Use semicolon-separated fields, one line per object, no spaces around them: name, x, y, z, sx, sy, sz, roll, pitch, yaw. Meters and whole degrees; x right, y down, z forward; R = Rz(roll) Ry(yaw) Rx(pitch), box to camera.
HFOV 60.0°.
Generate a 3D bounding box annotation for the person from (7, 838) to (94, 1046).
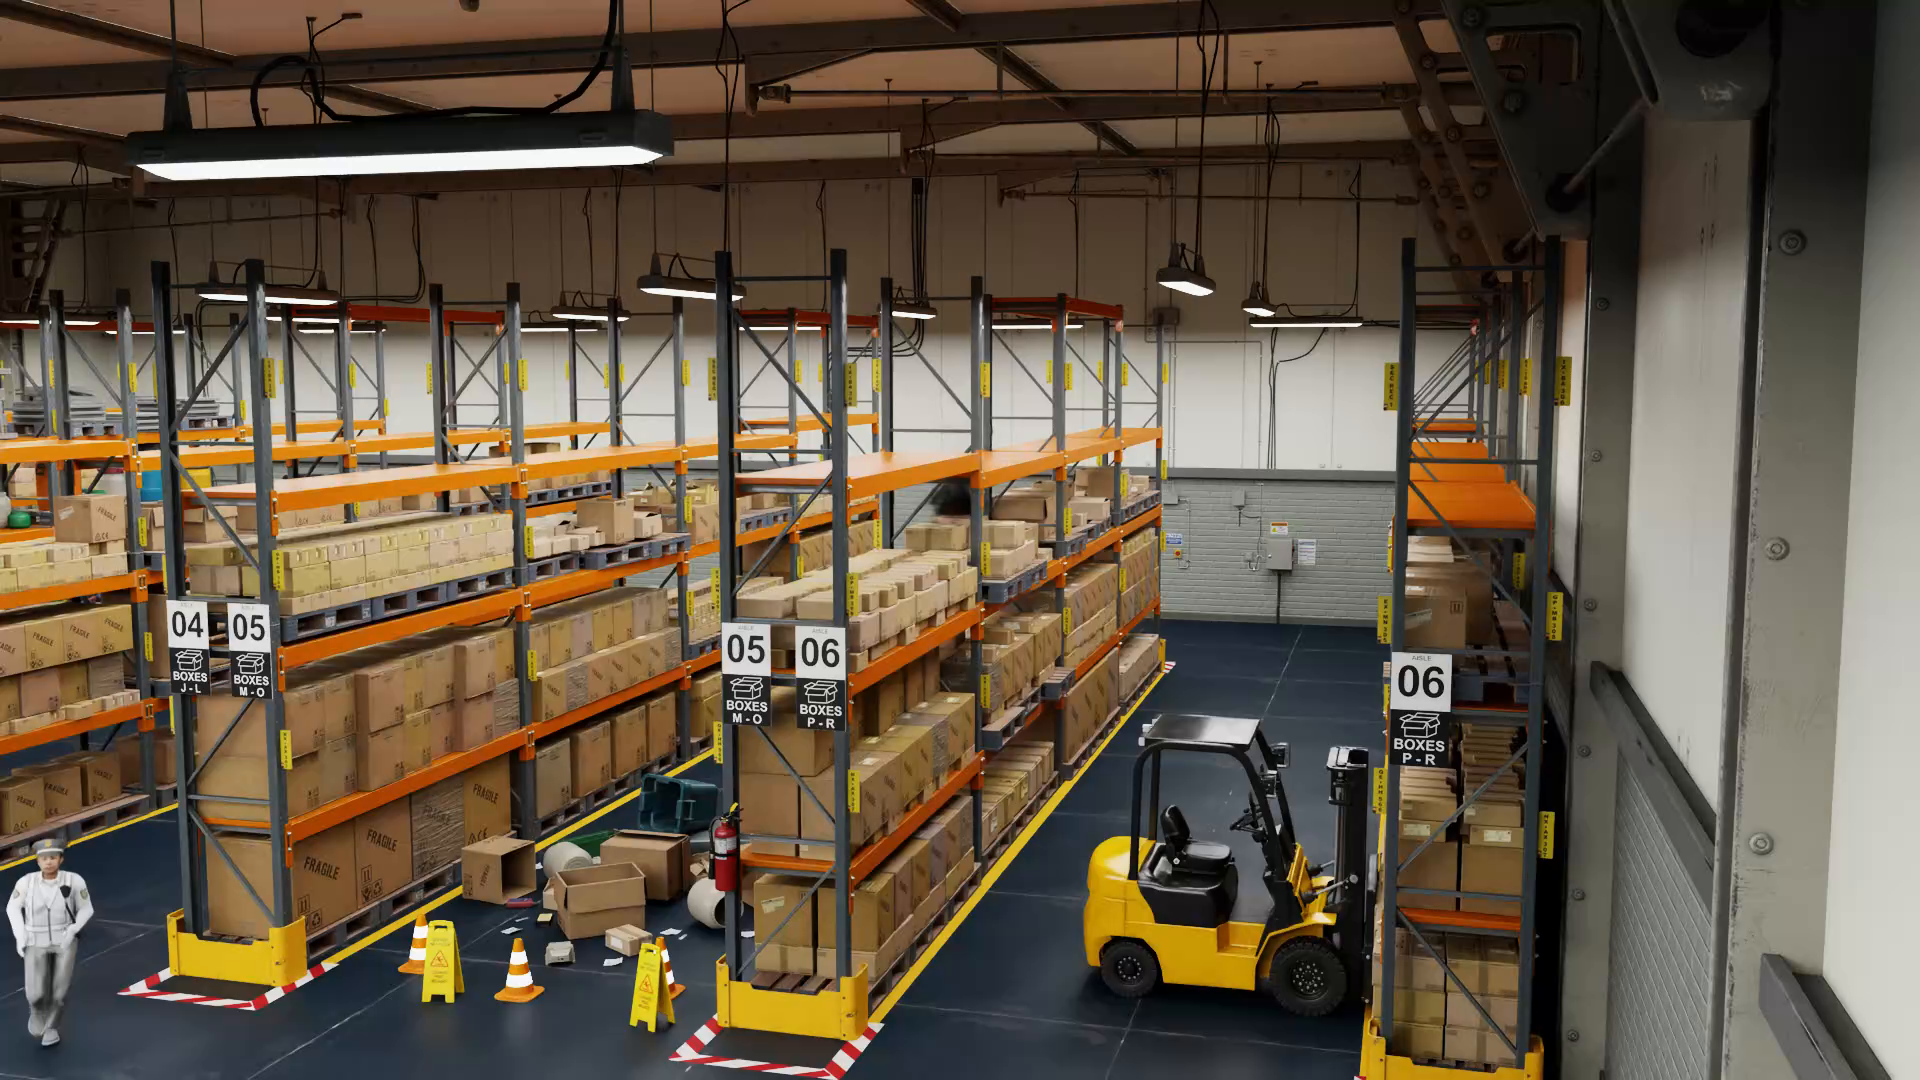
person;-6.846;3.030;12.536;0.575;1.622;0.568;-3;7;-28
